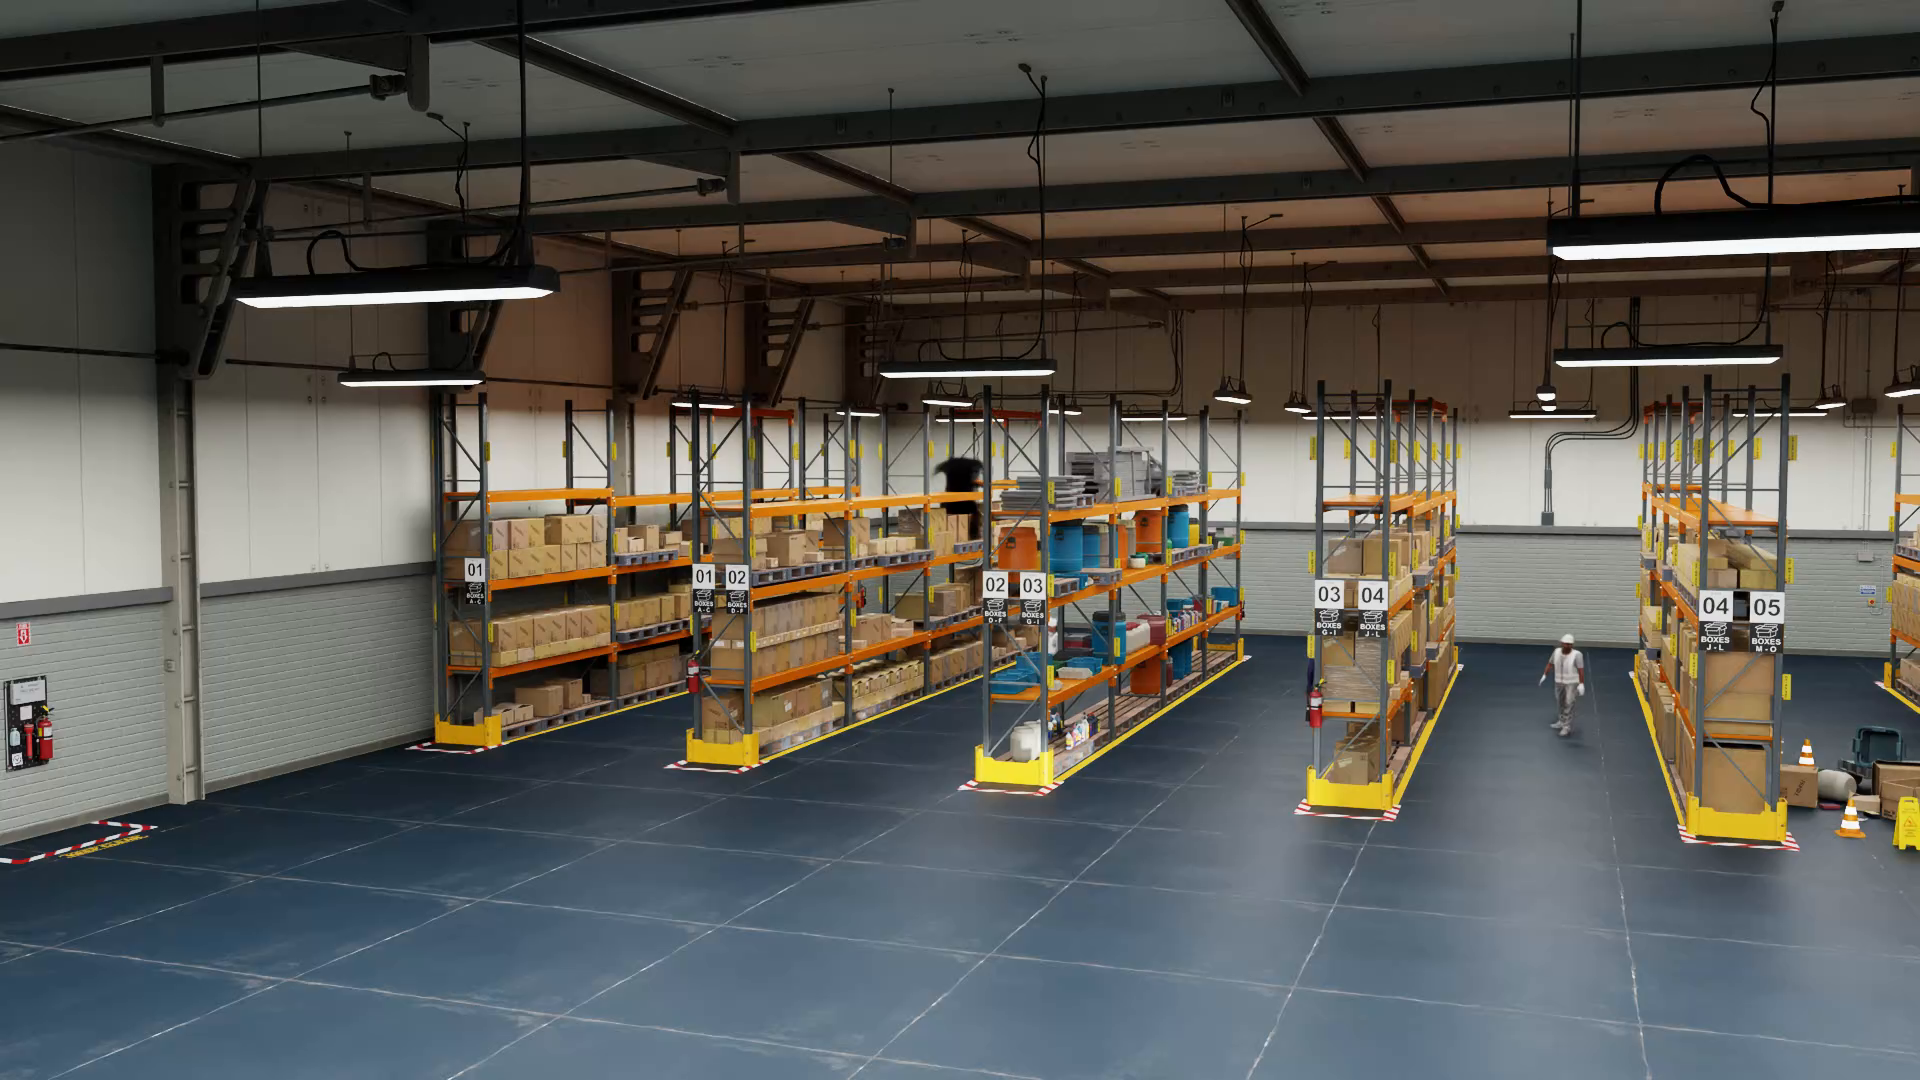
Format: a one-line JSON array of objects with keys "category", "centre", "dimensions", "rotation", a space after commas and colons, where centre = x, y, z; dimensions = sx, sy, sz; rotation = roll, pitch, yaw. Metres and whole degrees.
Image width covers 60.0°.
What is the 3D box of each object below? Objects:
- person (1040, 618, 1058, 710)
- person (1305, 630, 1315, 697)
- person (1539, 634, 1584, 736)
[{"category": "person", "centre": [1.769, 2.408, 32.288], "dimensions": [0.468, 1.794, 0.642], "rotation": [-2, 4, -39]}, {"category": "person", "centre": [7.406, 2.412, 34.066], "dimensions": [0.645, 1.617, 0.753], "rotation": [2, 4, 35]}, {"category": "person", "centre": [10.732, 2.552, 29.594], "dimensions": [0.771, 1.773, 0.751], "rotation": [-3, 4, -40]}]
